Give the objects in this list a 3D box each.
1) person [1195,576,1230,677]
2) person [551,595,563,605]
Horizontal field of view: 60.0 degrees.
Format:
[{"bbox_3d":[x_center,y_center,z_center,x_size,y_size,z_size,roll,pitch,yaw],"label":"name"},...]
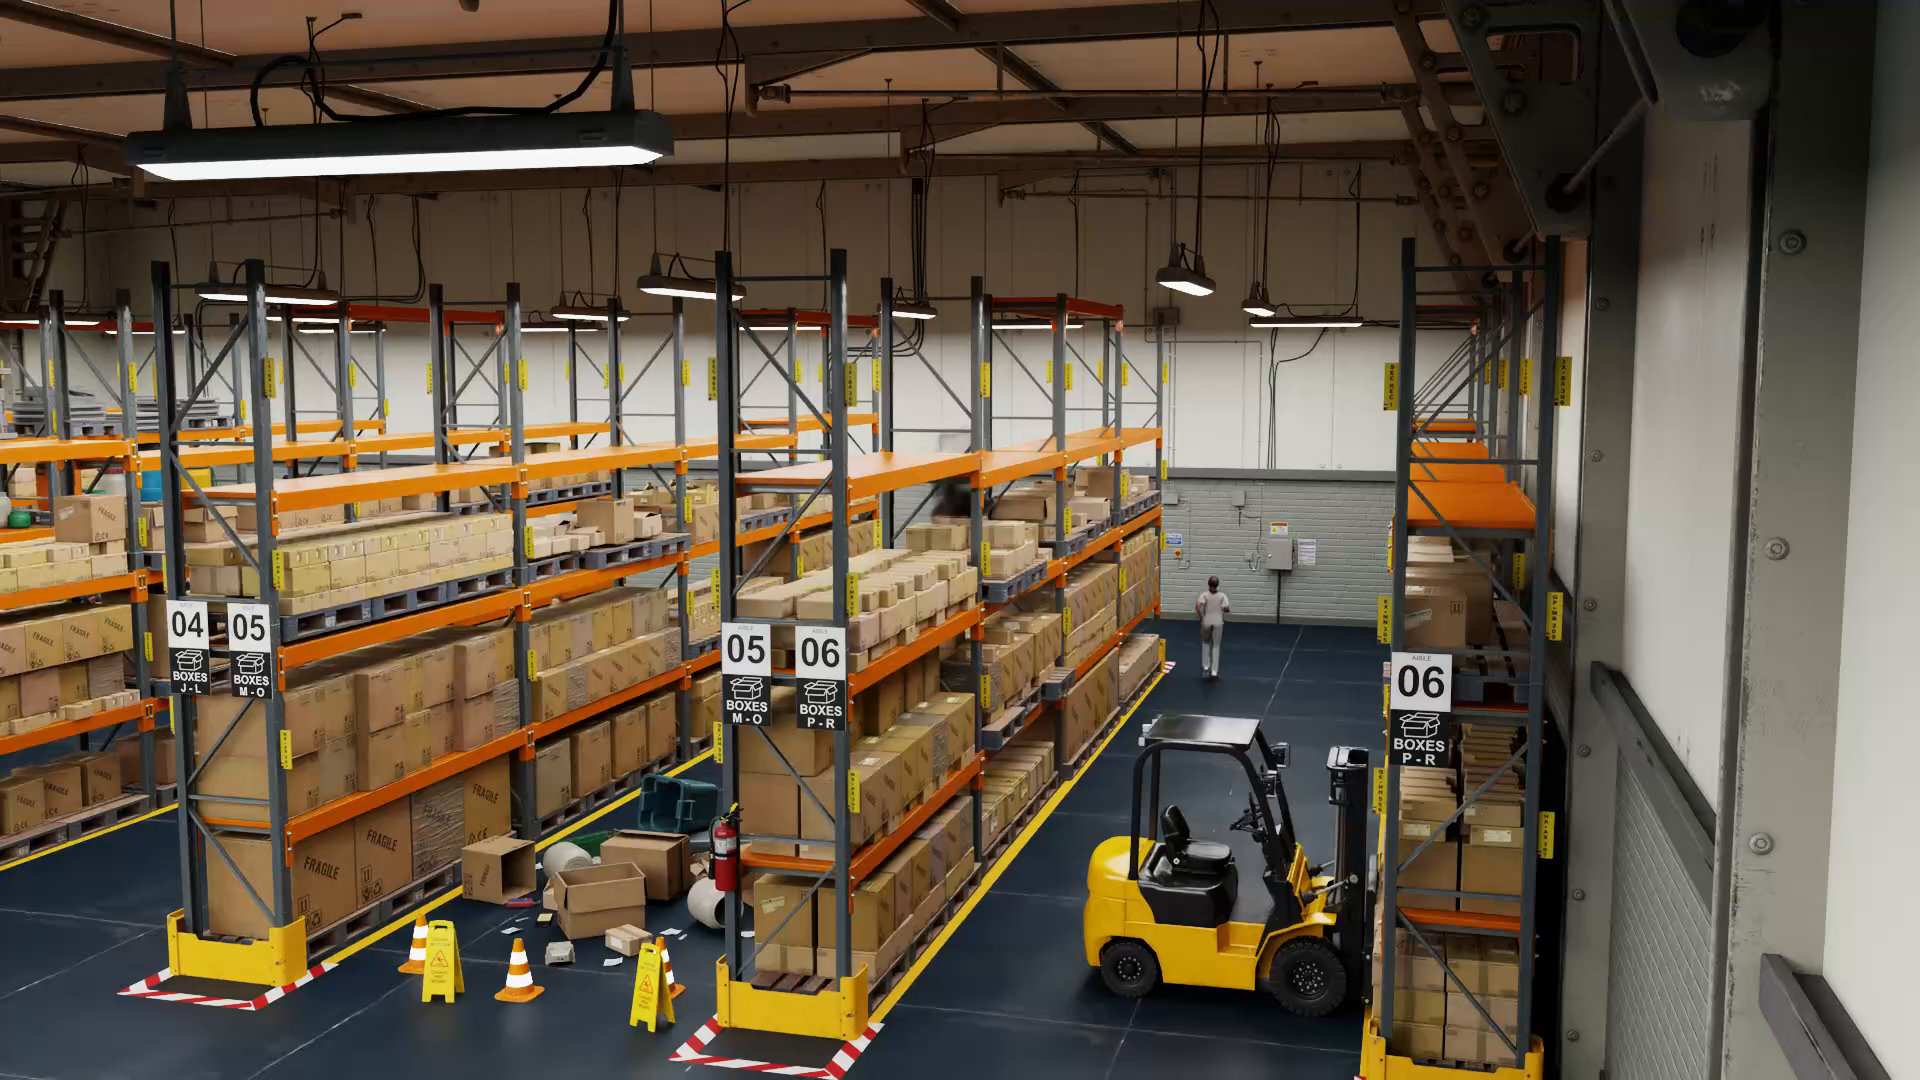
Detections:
[{"bbox_3d":[4.146,1.450,27.304,0.558,1.722,0.693,1,6,12],"label":"person"},{"bbox_3d":[-6.169,1.661,25.538,0.579,1.656,0.795,1,6,13],"label":"person"}]
